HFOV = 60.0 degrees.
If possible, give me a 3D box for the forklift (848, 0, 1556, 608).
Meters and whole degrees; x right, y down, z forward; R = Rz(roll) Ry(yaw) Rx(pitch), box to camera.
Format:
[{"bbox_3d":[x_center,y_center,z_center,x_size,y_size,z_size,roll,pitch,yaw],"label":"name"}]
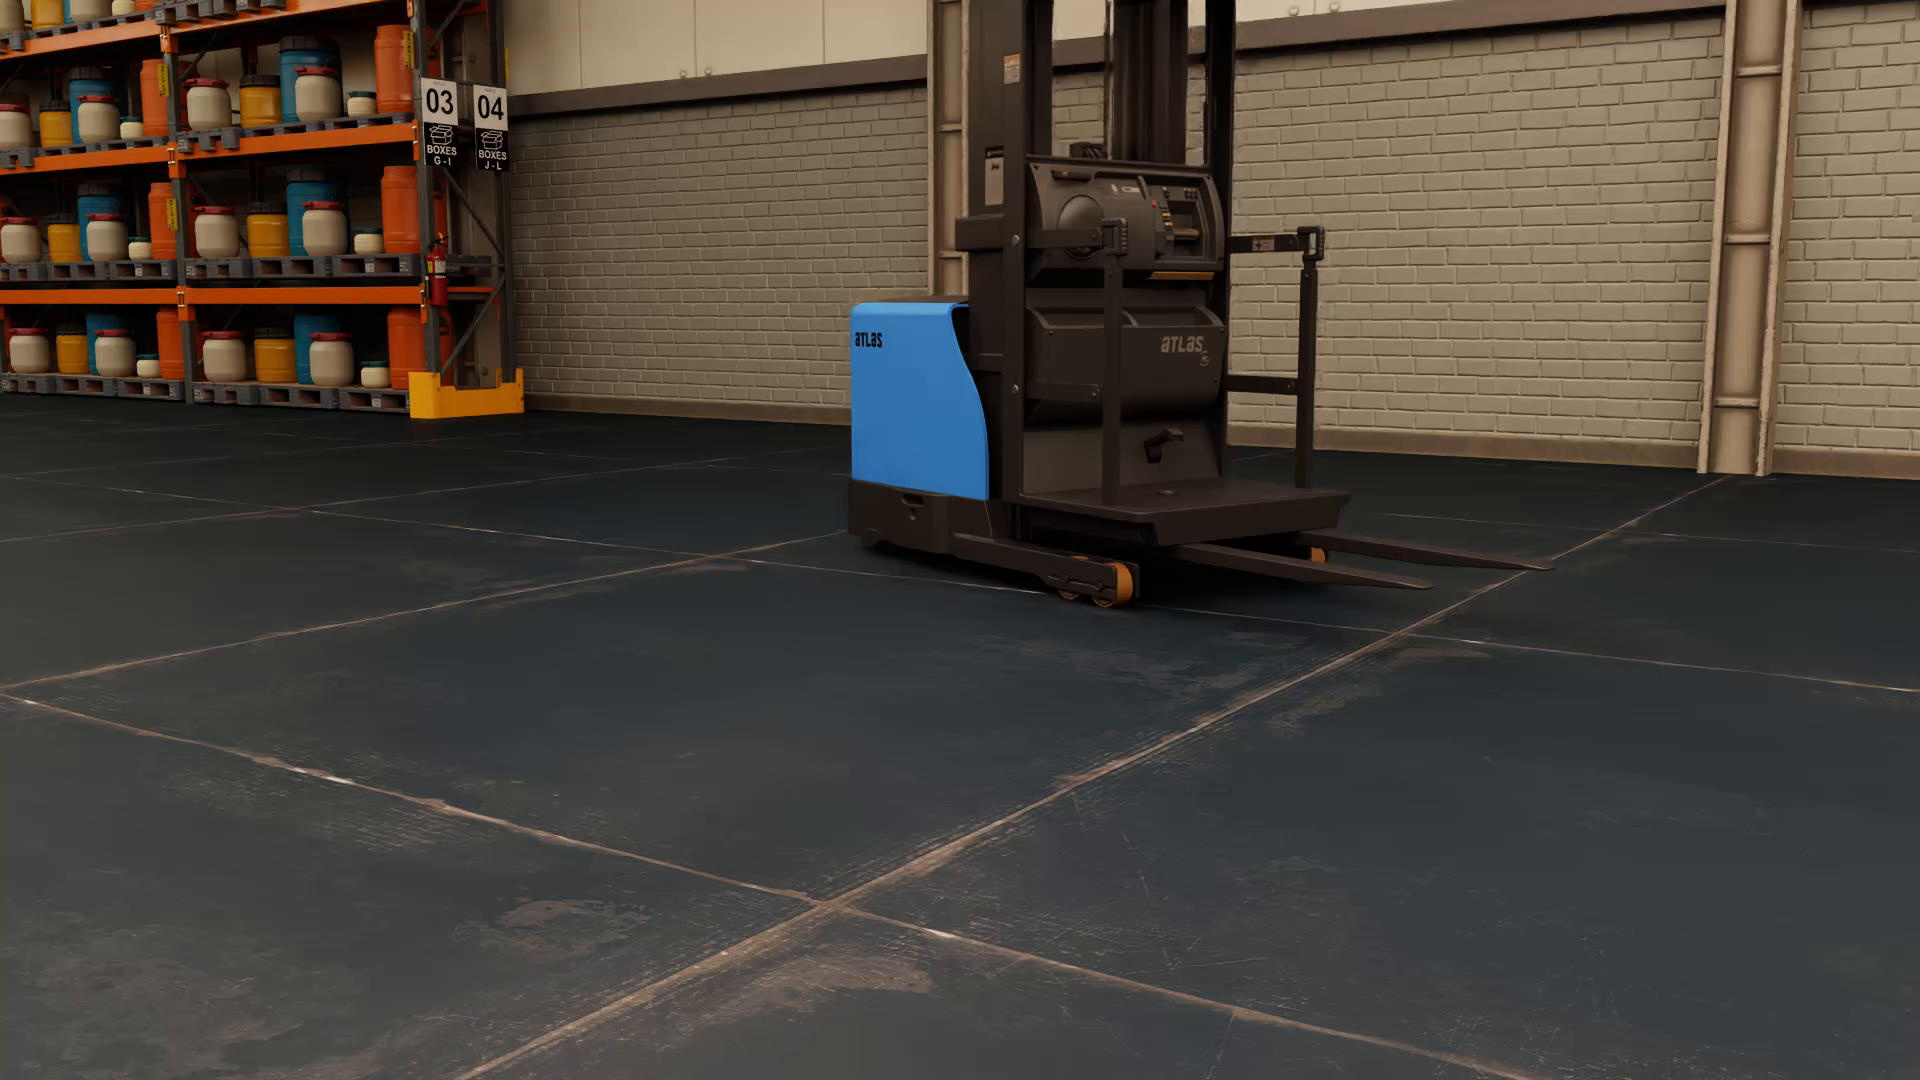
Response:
[{"bbox_3d":[0.779,-1.287,6.240,1.130,2.935,3.031,-6,10,-35],"label":"forklift"}]
